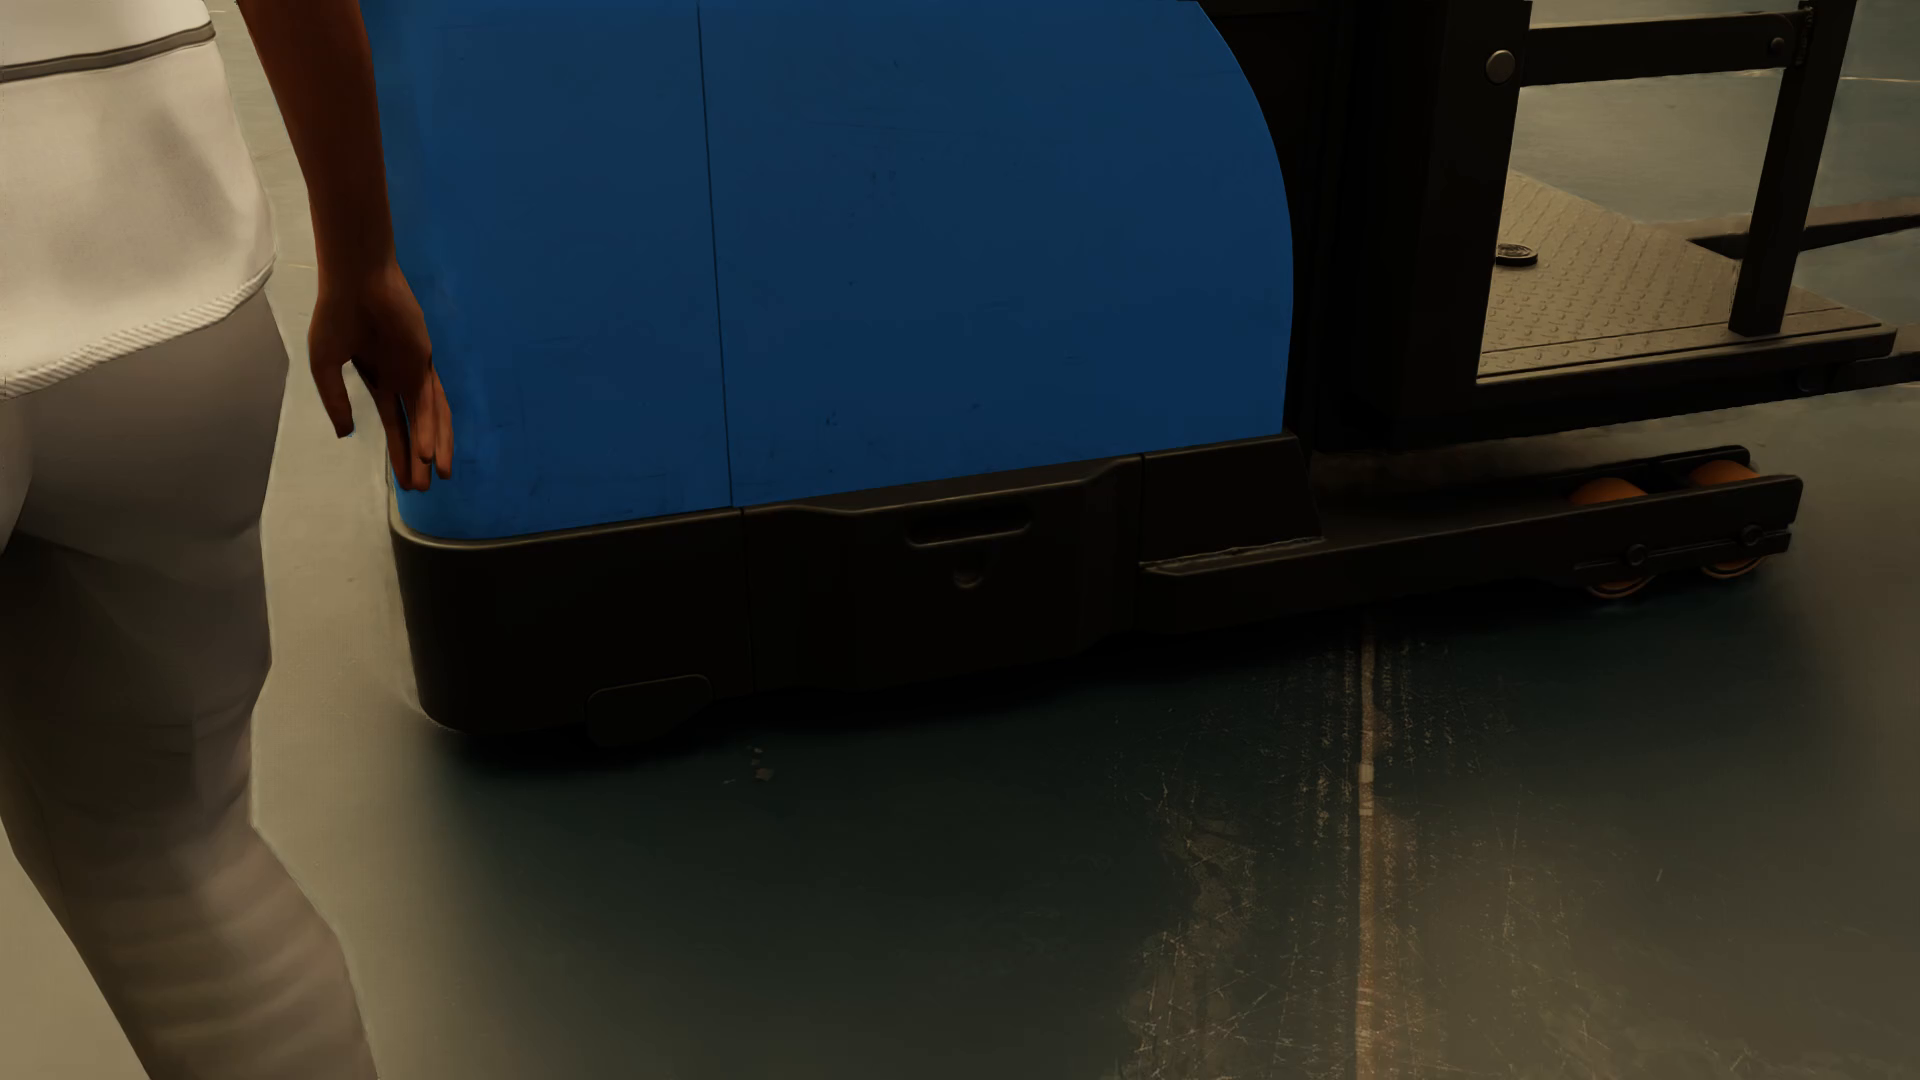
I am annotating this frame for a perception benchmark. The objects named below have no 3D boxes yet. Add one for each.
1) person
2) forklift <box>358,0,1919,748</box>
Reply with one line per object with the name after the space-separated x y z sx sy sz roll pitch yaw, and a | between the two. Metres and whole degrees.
-0.576 -0.064 0.819 0.375 1.636 0.734 13 30 25 | person
0.674 -1.444 2.108 3.031 2.935 1.130 -8 28 -16 | forklift
